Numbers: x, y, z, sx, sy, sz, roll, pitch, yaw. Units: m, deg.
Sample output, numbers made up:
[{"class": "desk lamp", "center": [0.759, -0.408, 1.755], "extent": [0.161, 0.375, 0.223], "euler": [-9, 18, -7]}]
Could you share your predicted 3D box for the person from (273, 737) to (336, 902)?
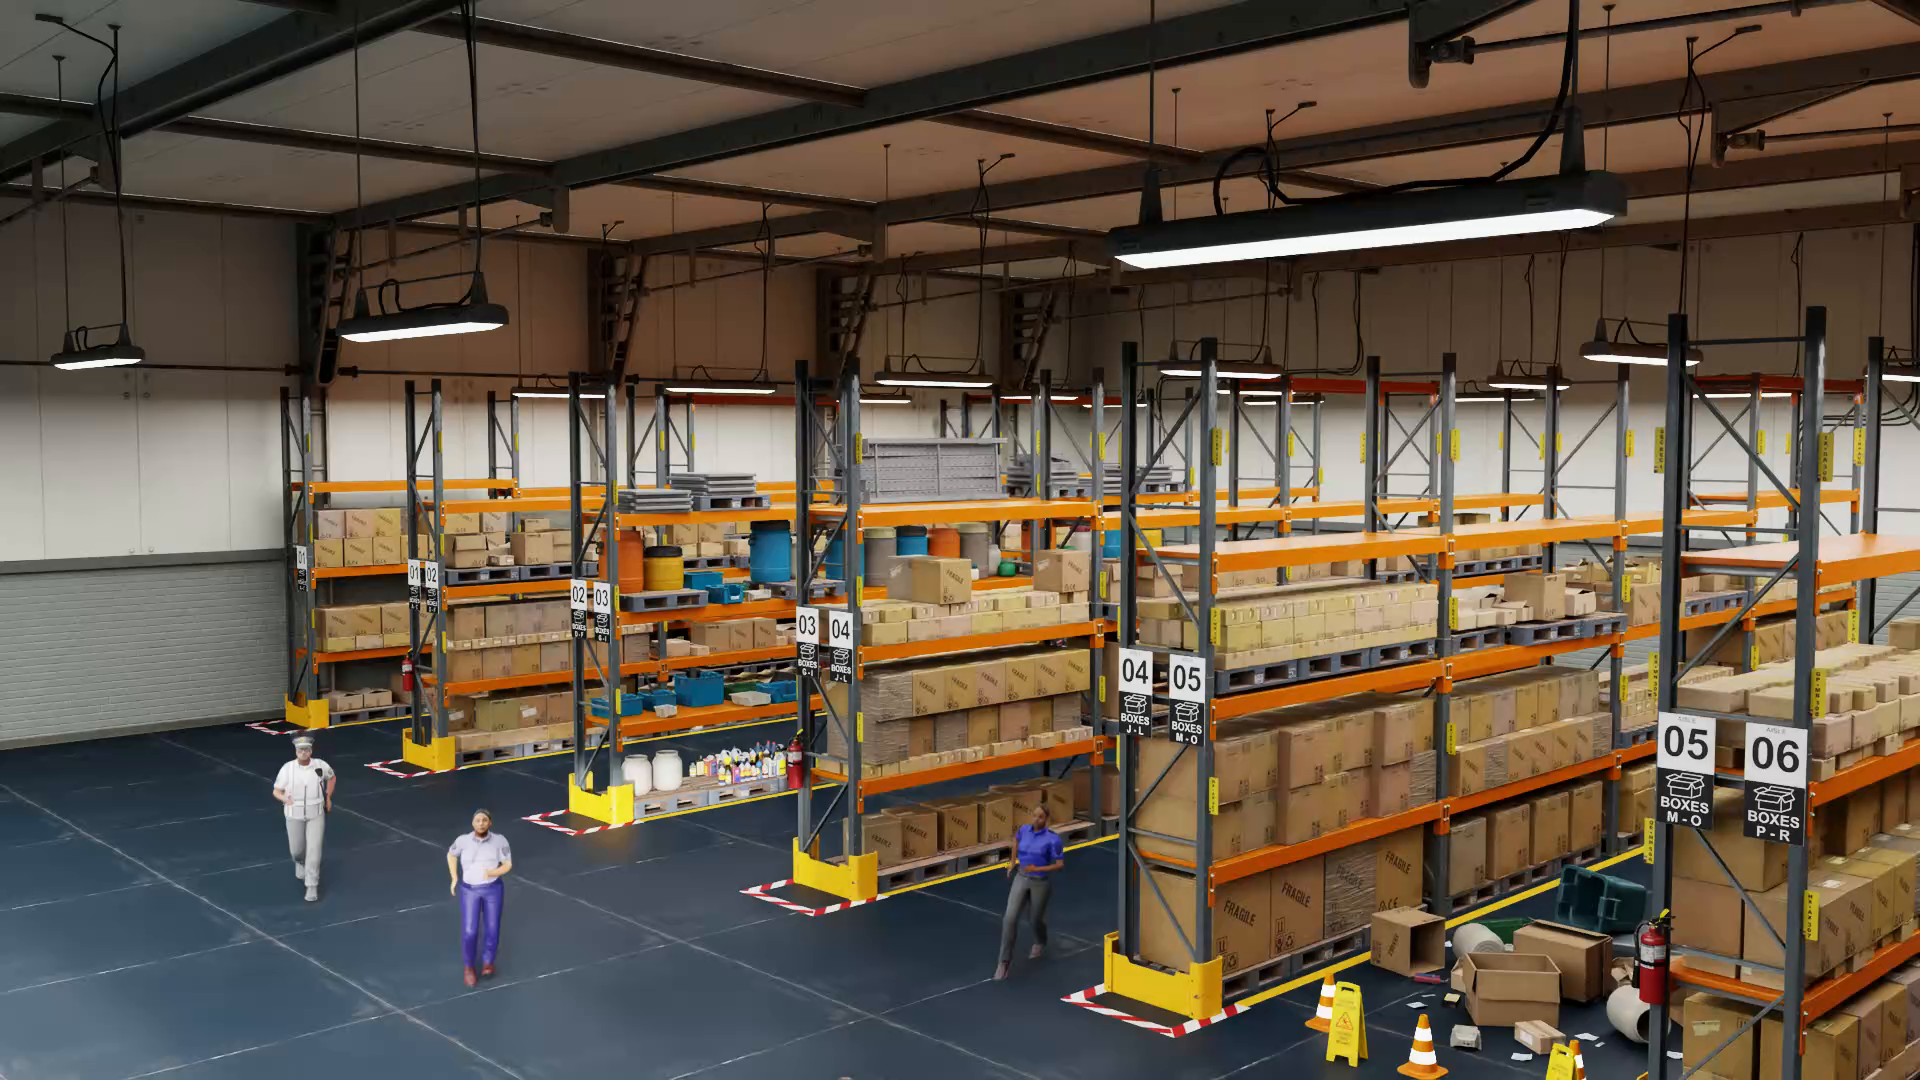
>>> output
[{"class": "person", "center": [-7.351, 3.080, 18.683], "extent": [0.664, 1.780, 0.954], "euler": [-1, 4, -22]}]

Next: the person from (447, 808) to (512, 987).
[{"class": "person", "center": [-4.502, 3.351, 15.627], "extent": [0.577, 1.660, 0.682], "euler": [-1, 4, -19]}]

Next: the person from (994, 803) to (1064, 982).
[{"class": "person", "center": [0.730, 3.339, 15.945], "extent": [0.606, 1.677, 0.878], "euler": [2, 4, 24]}]
